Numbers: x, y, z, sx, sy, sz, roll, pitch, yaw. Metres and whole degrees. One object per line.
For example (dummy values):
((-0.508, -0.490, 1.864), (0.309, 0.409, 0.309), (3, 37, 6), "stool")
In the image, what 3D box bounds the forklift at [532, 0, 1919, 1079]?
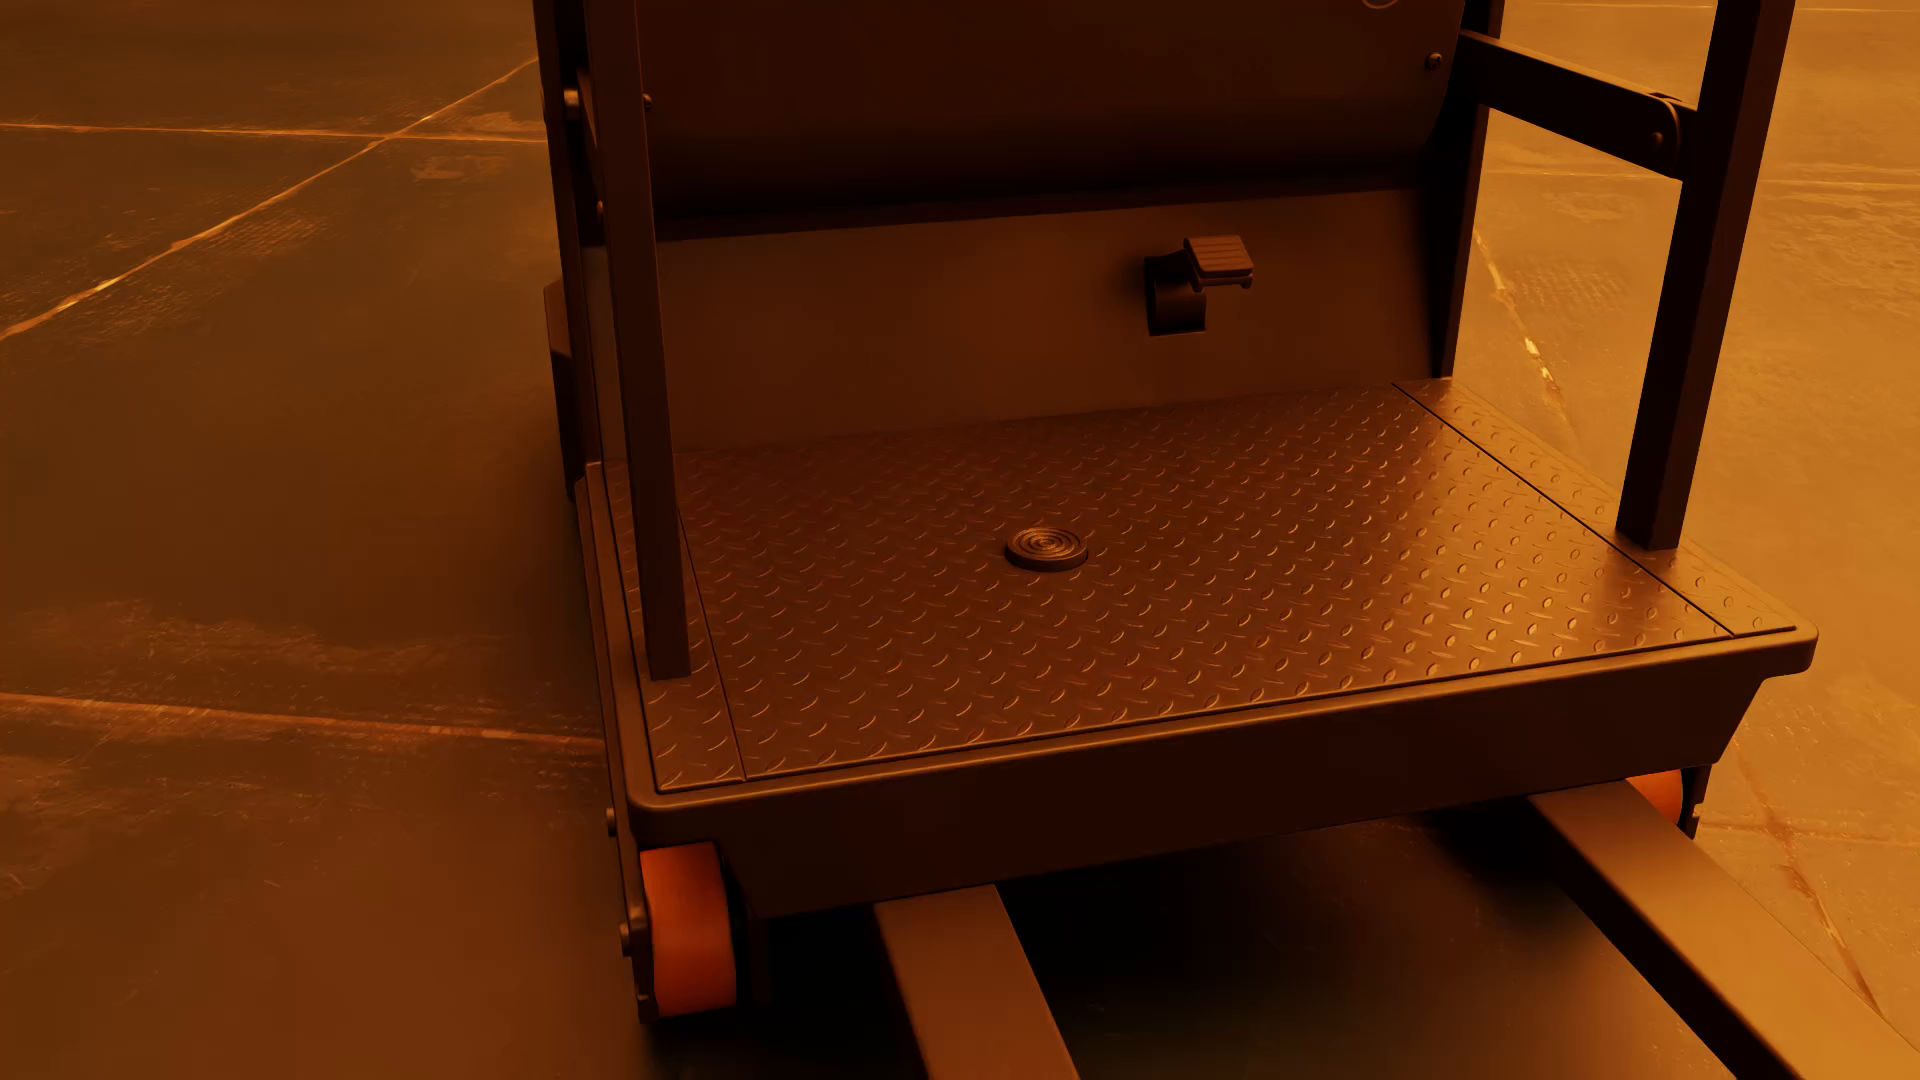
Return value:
((0.153, -1.049, 1.319), (1.130, 2.935, 3.031), (-7, 27, -13), "forklift")
